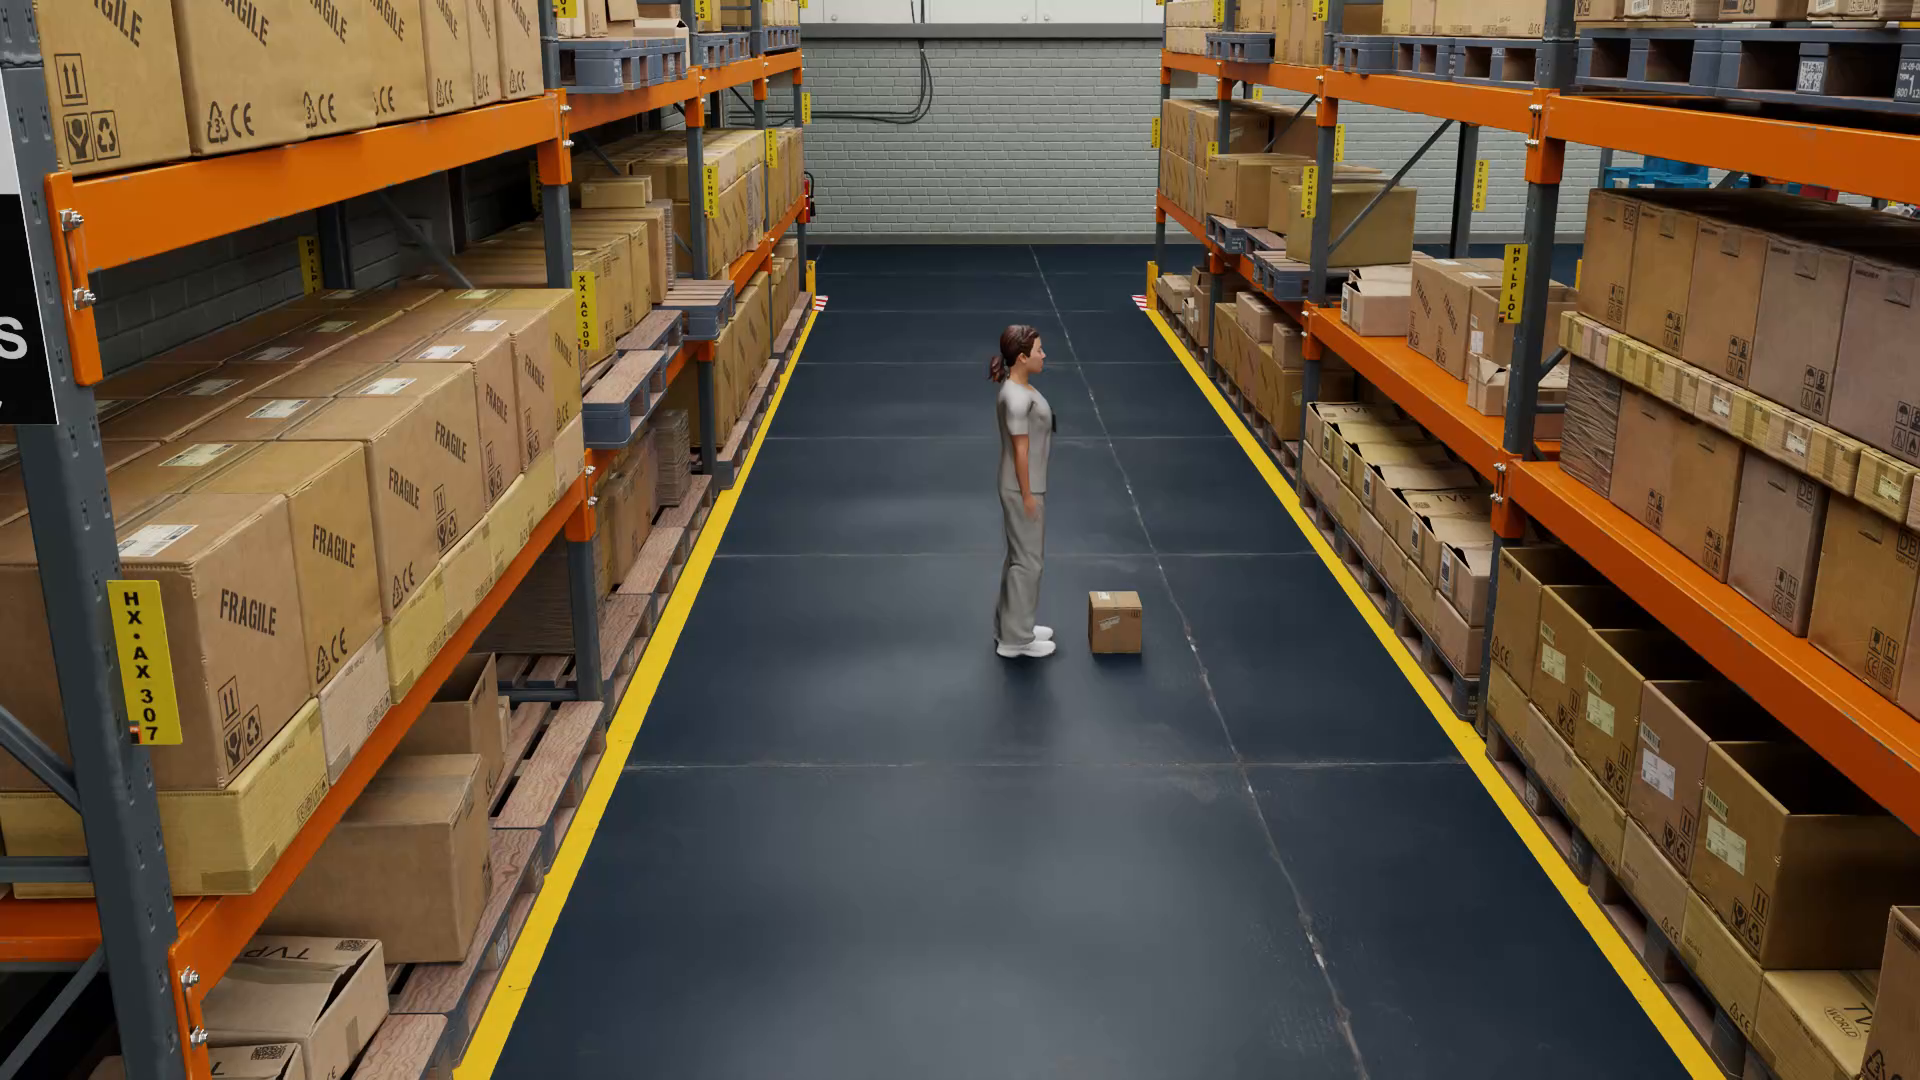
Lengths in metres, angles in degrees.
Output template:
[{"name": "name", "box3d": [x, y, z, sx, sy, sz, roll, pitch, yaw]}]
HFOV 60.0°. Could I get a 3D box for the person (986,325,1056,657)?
[{"name": "person", "box3d": [0.311, -0.253, 8.381, 0.366, 1.670, 0.439, 0, 17, 1]}]
